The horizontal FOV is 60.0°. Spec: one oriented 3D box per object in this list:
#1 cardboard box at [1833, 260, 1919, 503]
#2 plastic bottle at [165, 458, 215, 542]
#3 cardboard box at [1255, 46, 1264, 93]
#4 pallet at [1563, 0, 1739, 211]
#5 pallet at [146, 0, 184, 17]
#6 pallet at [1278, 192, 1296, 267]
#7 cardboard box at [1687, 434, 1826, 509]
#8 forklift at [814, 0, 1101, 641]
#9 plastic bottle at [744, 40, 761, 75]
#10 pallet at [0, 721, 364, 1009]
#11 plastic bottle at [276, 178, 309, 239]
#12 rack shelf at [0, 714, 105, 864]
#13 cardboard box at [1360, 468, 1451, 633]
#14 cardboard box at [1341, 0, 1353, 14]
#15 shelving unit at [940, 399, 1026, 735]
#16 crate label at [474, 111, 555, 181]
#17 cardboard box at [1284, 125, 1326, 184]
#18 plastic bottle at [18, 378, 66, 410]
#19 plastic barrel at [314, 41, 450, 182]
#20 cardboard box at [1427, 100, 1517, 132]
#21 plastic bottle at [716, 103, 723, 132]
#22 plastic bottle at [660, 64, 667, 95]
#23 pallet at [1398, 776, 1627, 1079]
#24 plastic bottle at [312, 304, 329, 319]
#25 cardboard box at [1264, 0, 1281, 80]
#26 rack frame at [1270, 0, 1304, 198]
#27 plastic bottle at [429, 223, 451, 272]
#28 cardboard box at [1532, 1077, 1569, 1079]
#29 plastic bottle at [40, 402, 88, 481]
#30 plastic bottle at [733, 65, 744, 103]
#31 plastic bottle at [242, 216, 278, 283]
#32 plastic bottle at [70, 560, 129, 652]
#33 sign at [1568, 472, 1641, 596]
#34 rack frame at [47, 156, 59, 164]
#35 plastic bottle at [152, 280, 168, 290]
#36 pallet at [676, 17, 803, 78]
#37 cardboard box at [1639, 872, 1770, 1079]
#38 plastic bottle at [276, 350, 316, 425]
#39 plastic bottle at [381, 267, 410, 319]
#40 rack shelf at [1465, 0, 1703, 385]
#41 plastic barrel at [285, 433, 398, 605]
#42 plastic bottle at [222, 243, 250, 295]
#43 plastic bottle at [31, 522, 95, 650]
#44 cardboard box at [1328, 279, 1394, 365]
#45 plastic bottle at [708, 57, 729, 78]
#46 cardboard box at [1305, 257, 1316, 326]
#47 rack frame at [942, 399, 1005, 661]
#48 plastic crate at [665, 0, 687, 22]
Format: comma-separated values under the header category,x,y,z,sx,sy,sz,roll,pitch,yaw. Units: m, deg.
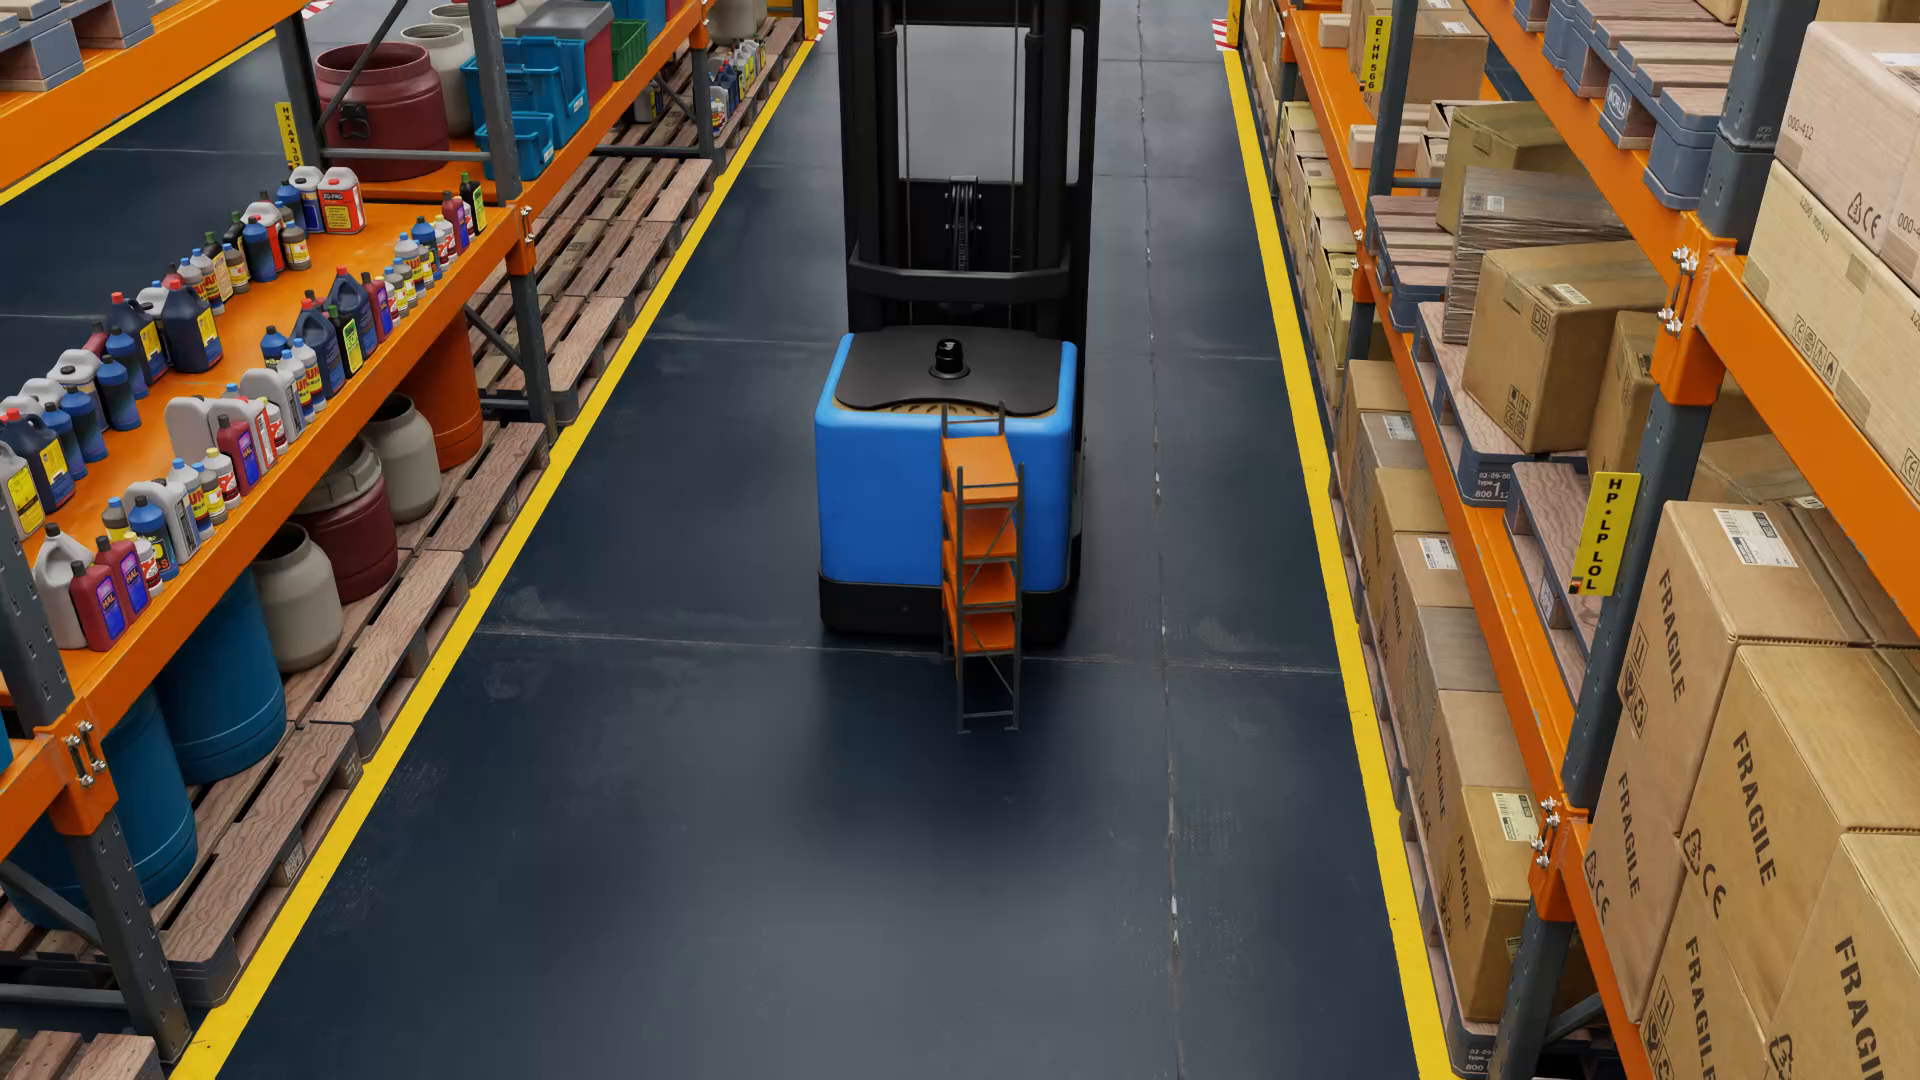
category,x,y,z,sx,sy,sz,roll,pitch,yaw
cardboard box,1.695,-0.204,2.506,0.500,0.250,0.500,2,32,4
plastic bottle,-2.426,-0.131,5.227,0.097,0.271,0.097,0,32,0
cardboard box,2.614,-3.724,13.154,0.500,0.250,0.500,2,32,4
pallet,2.149,-1.031,3.884,1.213,0.211,1.003,2,32,4
pallet,-2.855,-1.913,5.317,1.003,0.211,1.213,2,32,4
pallet,2.657,-2.105,10.965,1.003,0.211,1.213,2,32,4
cardboard box,2.288,0.044,4.323,0.700,0.500,0.500,-8,33,-13
forklift,0.057,-1.577,7.515,1.130,2.935,3.031,3,32,4
plastic bottle,-1.694,-3.903,13.400,0.152,0.276,0.135,3,32,4
pallet,-2.806,1.076,5.803,1.003,0.211,1.213,2,32,4
plastic bottle,-2.979,-1.475,7.406,0.097,0.271,0.097,0,32,0
rack shelf,-3.073,1.642,2.912,1.077,0.370,4.000,2,32,4
cardboard box,1.947,0.051,6.771,0.500,0.500,0.500,2,32,3
cardboard box,2.681,-3.356,10.480,0.500,0.250,0.500,4,32,7
shelving unit,0.080,0.114,6.417,0.258,1.200,0.503,-4,32,-6
crate label,-2.177,-1.934,8.189,0.303,0.233,0.416,2,32,4
cardboard box,2.350,-2.459,10.568,0.500,0.311,0.500,2,32,3
plastic bottle,-3.119,-0.402,5.661,0.152,0.276,0.135,2,32,4
plastic barrel,-2.849,-2.115,8.193,0.600,0.536,0.708,2,32,4
cardboard box,2.618,-2.009,8.236,0.500,0.311,0.500,2,32,3
plastic bottle,-1.788,-3.090,12.153,0.097,0.201,0.097,0,32,0
plastic bottle,-2.329,-3.623,12.939,0.061,0.283,0.133,2,32,4
pallet,2.055,1.264,5.498,1.003,0.211,1.213,2,32,4
plastic bottle,-2.372,-0.760,6.236,0.061,0.283,0.133,2,32,4
cardboard box,2.587,-3.781,12.532,0.500,0.500,0.500,2,32,4
rack frame,2.678,-3.679,10.861,1.000,3.000,0.127,2,32,4
plastic bottle,-2.247,-1.256,7.118,0.097,0.201,0.097,0,32,0
cardboard box,1.776,1.671,4.322,0.500,0.311,0.500,2,32,4
plastic bottle,-3.004,-0.334,5.555,0.097,0.271,0.097,0,32,0
plastic bottle,-1.709,-3.511,12.759,0.061,0.283,0.133,4,32,6
plastic bottle,-2.956,-1.230,7.010,0.097,0.271,0.097,0,32,0
plastic bottle,-2.455,0.166,4.732,0.061,0.283,0.133,2,32,4
sign,1.473,-0.011,3.805,0.100,0.325,0.005,2,32,4
rack frame,-7.196,-4.104,11.551,1.000,3.000,0.127,2,32,4
plastic bottle,-3.073,-0.871,6.426,0.097,0.271,0.097,0,32,0
pallet,-1.964,-4.331,14.577,1.003,0.211,1.213,2,32,4
cardboard box,1.675,0.984,3.199,0.500,0.500,0.500,3,32,5
plastic bottle,-2.362,-0.546,5.899,0.097,0.271,0.097,0,32,0
plastic bottle,-2.286,-1.001,6.705,0.097,0.201,0.097,0,32,0
rack shelf,2.189,-1.513,5.172,1.077,0.370,4.000,2,32,4
plastic barrel,-2.699,-0.106,6.962,0.600,0.588,0.708,2,32,4
plastic bottle,-3.027,-1.133,6.919,0.097,0.201,0.097,0,32,0
plastic bottle,-2.555,0.120,4.743,0.144,0.351,0.185,2,32,4
cardboard box,2.149,-1.119,8.393,0.500,0.311,0.500,3,32,5
plastic bottle,-1.879,-3.639,12.973,0.152,0.276,0.135,2,32,4
cardboard box,2.234,-1.414,9.406,0.500,0.250,0.500,3,32,5
rack frame,0.050,-0.015,6.622,0.240,1.200,0.015,-4,32,-6
plastic crate,-1.993,-3.654,10.759,0.402,0.464,0.583,2,32,4
